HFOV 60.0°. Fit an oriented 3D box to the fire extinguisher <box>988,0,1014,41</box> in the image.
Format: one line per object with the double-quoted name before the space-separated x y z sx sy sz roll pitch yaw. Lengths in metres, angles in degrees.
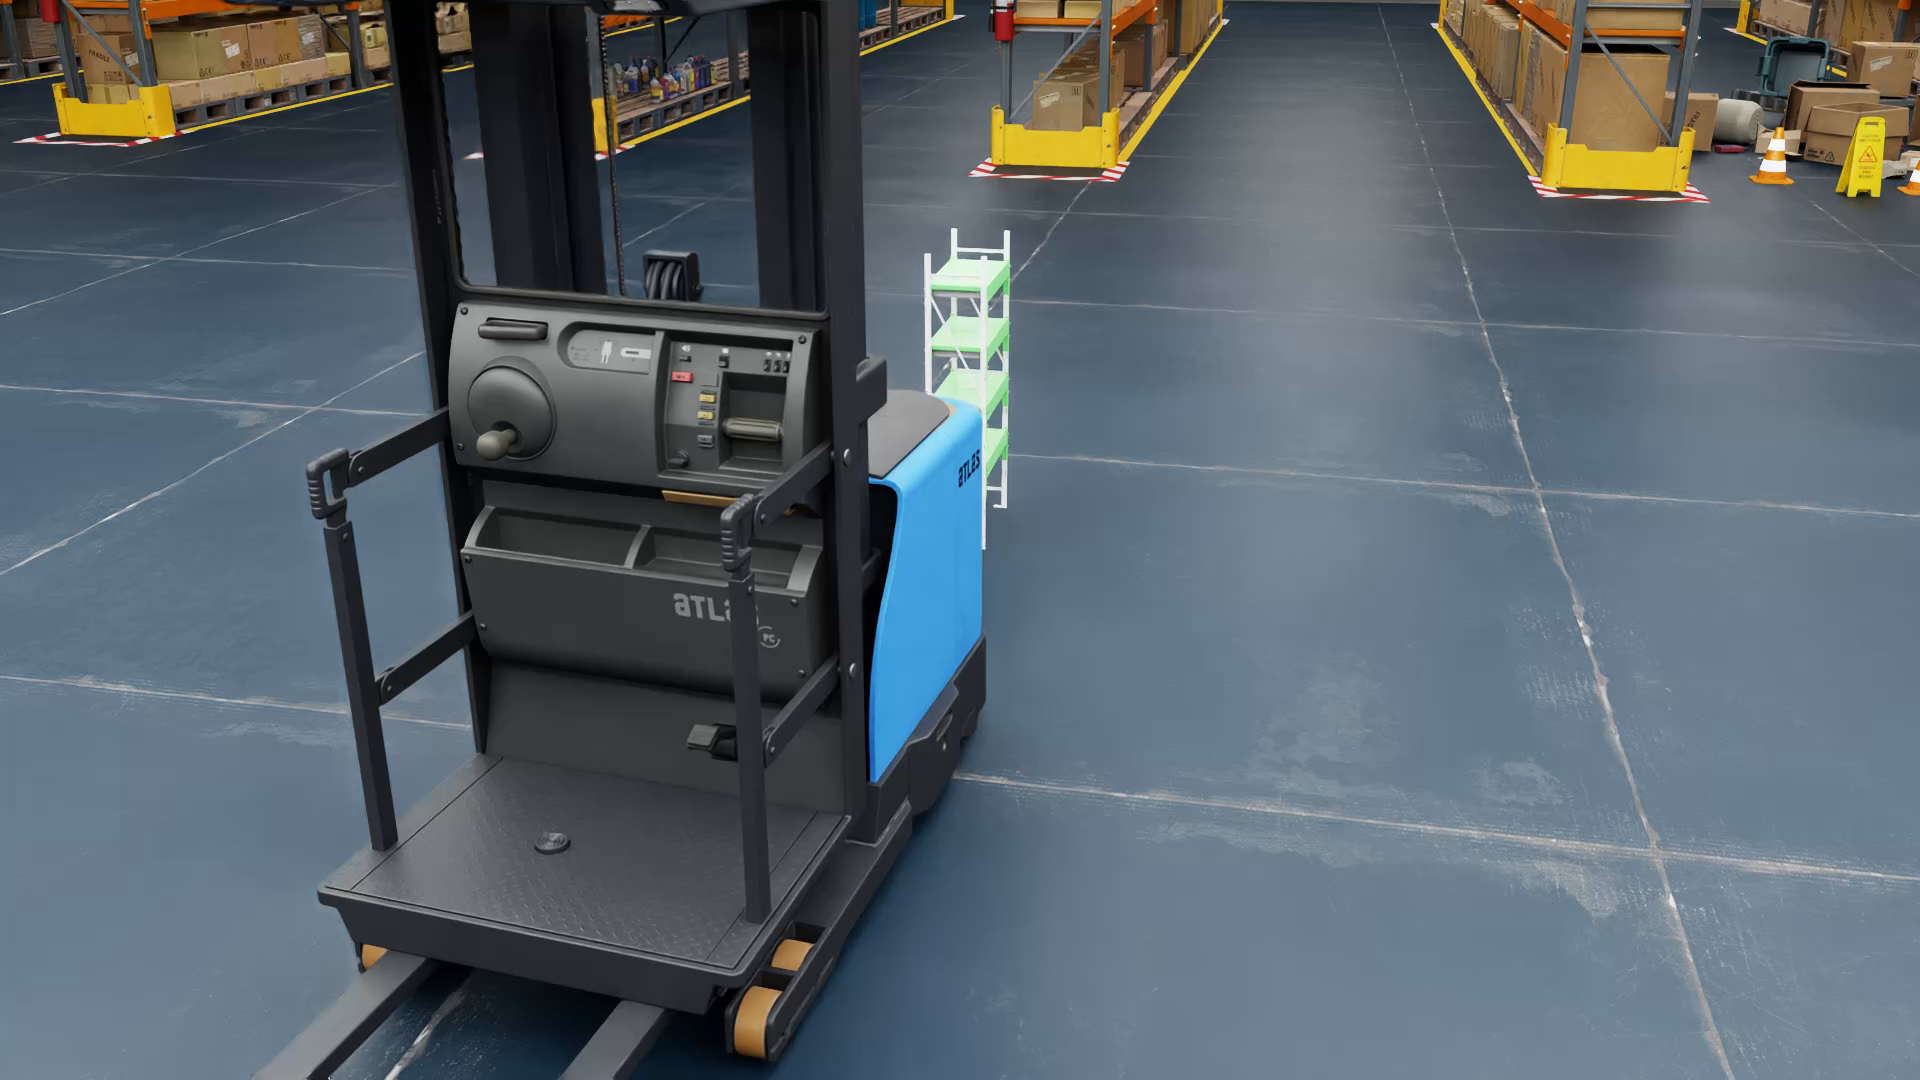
"fire extinguisher" 0.401 -4.870 15.033 0.296 0.674 0.183 4 22 11

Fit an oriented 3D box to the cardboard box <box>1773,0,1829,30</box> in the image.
"cardboard box" 13.626 -8.430 26.638 0.875 0.438 0.875 5 22 12

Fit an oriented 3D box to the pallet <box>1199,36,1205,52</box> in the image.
"pallet" 3.240 -7.719 25.738 1.003 0.211 1.213 4 22 11

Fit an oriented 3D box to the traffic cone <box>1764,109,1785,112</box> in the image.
"traffic cone" 9.356 -5.185 19.109 0.336 0.463 0.334 4 22 11

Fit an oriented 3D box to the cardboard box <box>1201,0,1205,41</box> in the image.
"cardboard box" 3.031 -7.948 24.854 1.225 0.875 0.875 4 22 9

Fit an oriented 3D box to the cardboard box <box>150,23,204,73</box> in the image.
"cardboard box" -8.814 -5.521 18.663 0.500 0.500 0.500 4 22 11

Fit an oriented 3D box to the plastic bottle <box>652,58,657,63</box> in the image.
"plastic bottle" -3.651 -5.608 19.826 0.097 0.271 0.097 0 22 0

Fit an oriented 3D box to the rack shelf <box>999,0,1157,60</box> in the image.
"rack shelf" 1.283 -5.310 16.986 1.077 0.370 4.000 4 22 11

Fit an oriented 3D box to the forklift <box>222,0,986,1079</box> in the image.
"forklift" -0.847 -0.321 3.728 1.130 2.935 3.031 7 23 16

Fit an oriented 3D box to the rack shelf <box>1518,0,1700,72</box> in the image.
"rack shelf" 6.118 -4.895 15.955 1.077 0.370 4.000 4 22 11

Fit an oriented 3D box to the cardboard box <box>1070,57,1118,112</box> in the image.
"cardboard box" 1.411 -4.824 17.600 0.500 0.500 0.500 2 22 6

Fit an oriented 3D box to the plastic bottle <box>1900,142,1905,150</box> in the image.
"plastic bottle" 9.294 -3.928 16.524 0.133 0.061 0.283 8 23 20

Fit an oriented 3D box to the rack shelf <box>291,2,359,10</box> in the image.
"rack shelf" -7.598 -7.529 22.496 1.077 0.370 4.000 4 22 11

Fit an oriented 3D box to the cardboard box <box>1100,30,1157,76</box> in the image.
"cardboard box" 2.067 -6.020 20.543 0.700 0.500 0.500 3 22 6

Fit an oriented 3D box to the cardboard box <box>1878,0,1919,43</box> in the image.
"cardboard box" 12.431 -6.538 21.354 0.875 0.875 0.875 4 22 10

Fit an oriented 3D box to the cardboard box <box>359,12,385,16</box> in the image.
"cardboard box" -7.893 -7.038 22.680 0.500 0.311 0.500 4 22 10

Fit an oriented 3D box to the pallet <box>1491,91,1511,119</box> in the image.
"pallet" 6.610 -4.954 18.873 1.003 0.211 1.213 4 22 11

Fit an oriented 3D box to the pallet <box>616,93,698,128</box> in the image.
"pallet" -3.582 -4.769 18.413 1.003 0.211 1.213 4 22 11

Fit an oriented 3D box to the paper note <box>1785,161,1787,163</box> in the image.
"paper note" 7.684 -3.548 15.624 0.144 0.017 0.142 13 25 29

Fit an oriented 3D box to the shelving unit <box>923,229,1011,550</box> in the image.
"shelving unit" 0.034 -0.617 6.780 0.258 1.200 0.503 4 22 11

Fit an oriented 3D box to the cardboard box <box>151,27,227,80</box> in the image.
"cardboard box" -8.395 -5.298 18.108 0.500 0.500 0.500 4 22 11

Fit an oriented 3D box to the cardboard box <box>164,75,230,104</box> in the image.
"cardboard box" -8.396 -4.950 18.248 0.500 0.250 0.500 4 22 11

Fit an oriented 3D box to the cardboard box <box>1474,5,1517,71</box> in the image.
"cardboard box" 7.130 -6.358 21.075 1.050 0.750 0.750 4 22 10

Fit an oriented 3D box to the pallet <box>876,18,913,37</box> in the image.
"pallet" -1.413 -8.657 28.066 1.003 0.211 1.213 4 22 11

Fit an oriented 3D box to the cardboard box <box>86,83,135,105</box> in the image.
"cardboard box" -9.002 -4.807 17.892 0.500 0.250 0.500 4 22 11

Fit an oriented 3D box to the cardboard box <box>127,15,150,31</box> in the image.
"cardboard box" -12.354 -7.568 24.388 0.700 0.500 0.500 4 22 11

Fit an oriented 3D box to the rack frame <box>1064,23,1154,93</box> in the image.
"rack frame" 1.691 -6.375 18.667 1.000 3.000 0.127 4 22 11

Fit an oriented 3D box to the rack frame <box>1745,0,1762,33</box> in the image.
"rack frame" 13.842 -10.008 27.689 1.000 3.000 0.127 4 22 11

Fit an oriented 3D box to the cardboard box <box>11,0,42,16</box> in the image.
"cardboard box" -12.635 -7.332 22.797 0.500 0.250 0.500 4 22 10

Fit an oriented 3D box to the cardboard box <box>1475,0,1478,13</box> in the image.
"cardboard box" 7.437 -7.446 23.107 0.500 0.250 0.500 5 22 12

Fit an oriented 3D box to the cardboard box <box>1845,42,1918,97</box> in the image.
"cardboard box" 9.644 -4.936 17.427 0.500 0.500 0.500 4 22 11

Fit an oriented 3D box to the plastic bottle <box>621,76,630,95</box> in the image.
"plastic bottle" -3.764 -5.109 18.682 0.097 0.201 0.097 0 22 0

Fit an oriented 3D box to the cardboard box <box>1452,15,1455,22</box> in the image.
"cardboard box" 8.252 -8.487 27.166 0.380 0.149 0.250 4 22 11

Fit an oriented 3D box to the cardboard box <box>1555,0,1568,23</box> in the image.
"cardboard box" 5.832 -4.909 14.826 0.875 0.550 0.550 4 22 11

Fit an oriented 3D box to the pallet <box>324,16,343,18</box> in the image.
"pallet" -11.307 -8.852 28.551 1.003 0.211 1.213 4 22 11

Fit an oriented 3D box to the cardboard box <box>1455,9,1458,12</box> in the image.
"cardboard box" 8.423 -8.805 27.557 0.380 0.149 0.250 3 22 8

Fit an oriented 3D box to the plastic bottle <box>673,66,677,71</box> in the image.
"plastic bottle" -3.217 -5.249 18.919 0.061 0.283 0.133 4 22 11

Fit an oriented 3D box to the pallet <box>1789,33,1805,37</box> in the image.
"pallet" 13.257 -7.524 25.253 1.003 0.211 1.213 4 22 11

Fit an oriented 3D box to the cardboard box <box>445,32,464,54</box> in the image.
"cardboard box" -7.265 -6.930 23.165 0.500 0.250 0.500 5 22 12

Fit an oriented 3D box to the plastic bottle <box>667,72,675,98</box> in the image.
"plastic bottle" -3.208 -5.029 18.390 0.097 0.271 0.097 0 22 0

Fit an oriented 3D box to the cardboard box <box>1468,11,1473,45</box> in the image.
"cardboard box" 7.548 -7.285 23.710 0.500 0.500 0.500 5 22 12

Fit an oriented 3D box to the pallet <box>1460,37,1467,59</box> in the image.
"pallet" 8.001 -7.307 24.715 1.003 0.211 1.213 4 22 11

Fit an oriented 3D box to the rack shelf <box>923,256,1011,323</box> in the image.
"rack shelf" 0.034 -1.003 6.624 0.258 0.148 0.480 4 22 11

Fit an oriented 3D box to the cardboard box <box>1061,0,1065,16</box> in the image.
"cardboard box" 0.783 -5.007 15.607 0.380 0.149 0.250 4 22 11

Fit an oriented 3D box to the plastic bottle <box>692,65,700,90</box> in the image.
"plastic bottle" -3.038 -5.306 19.061 0.061 0.283 0.133 6 23 14

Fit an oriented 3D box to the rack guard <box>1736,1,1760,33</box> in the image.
"rack guard" 13.846 -8.858 28.177 1.175 0.500 0.348 4 22 11

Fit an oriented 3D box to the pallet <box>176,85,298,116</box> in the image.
"pallet" -8.456 -5.103 19.241 1.003 0.211 1.213 4 22 11

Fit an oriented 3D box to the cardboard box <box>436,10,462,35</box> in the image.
"cardboard box" -7.261 -7.189 23.055 0.500 0.311 0.500 4 22 11

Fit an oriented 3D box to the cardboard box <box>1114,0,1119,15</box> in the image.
"cardboard box" 1.302 -5.062 15.743 0.380 0.149 0.250 4 22 11

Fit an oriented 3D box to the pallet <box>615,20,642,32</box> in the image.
"pallet" -6.232 -9.015 28.955 1.003 0.211 1.213 4 22 11

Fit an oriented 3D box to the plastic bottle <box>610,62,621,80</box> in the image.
"plastic bottle" -3.891 -5.172 18.637 0.144 0.351 0.185 5 23 13

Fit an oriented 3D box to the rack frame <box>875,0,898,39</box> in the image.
"rack frame" -1.525 -9.678 26.870 1.000 3.000 0.127 4 22 11
